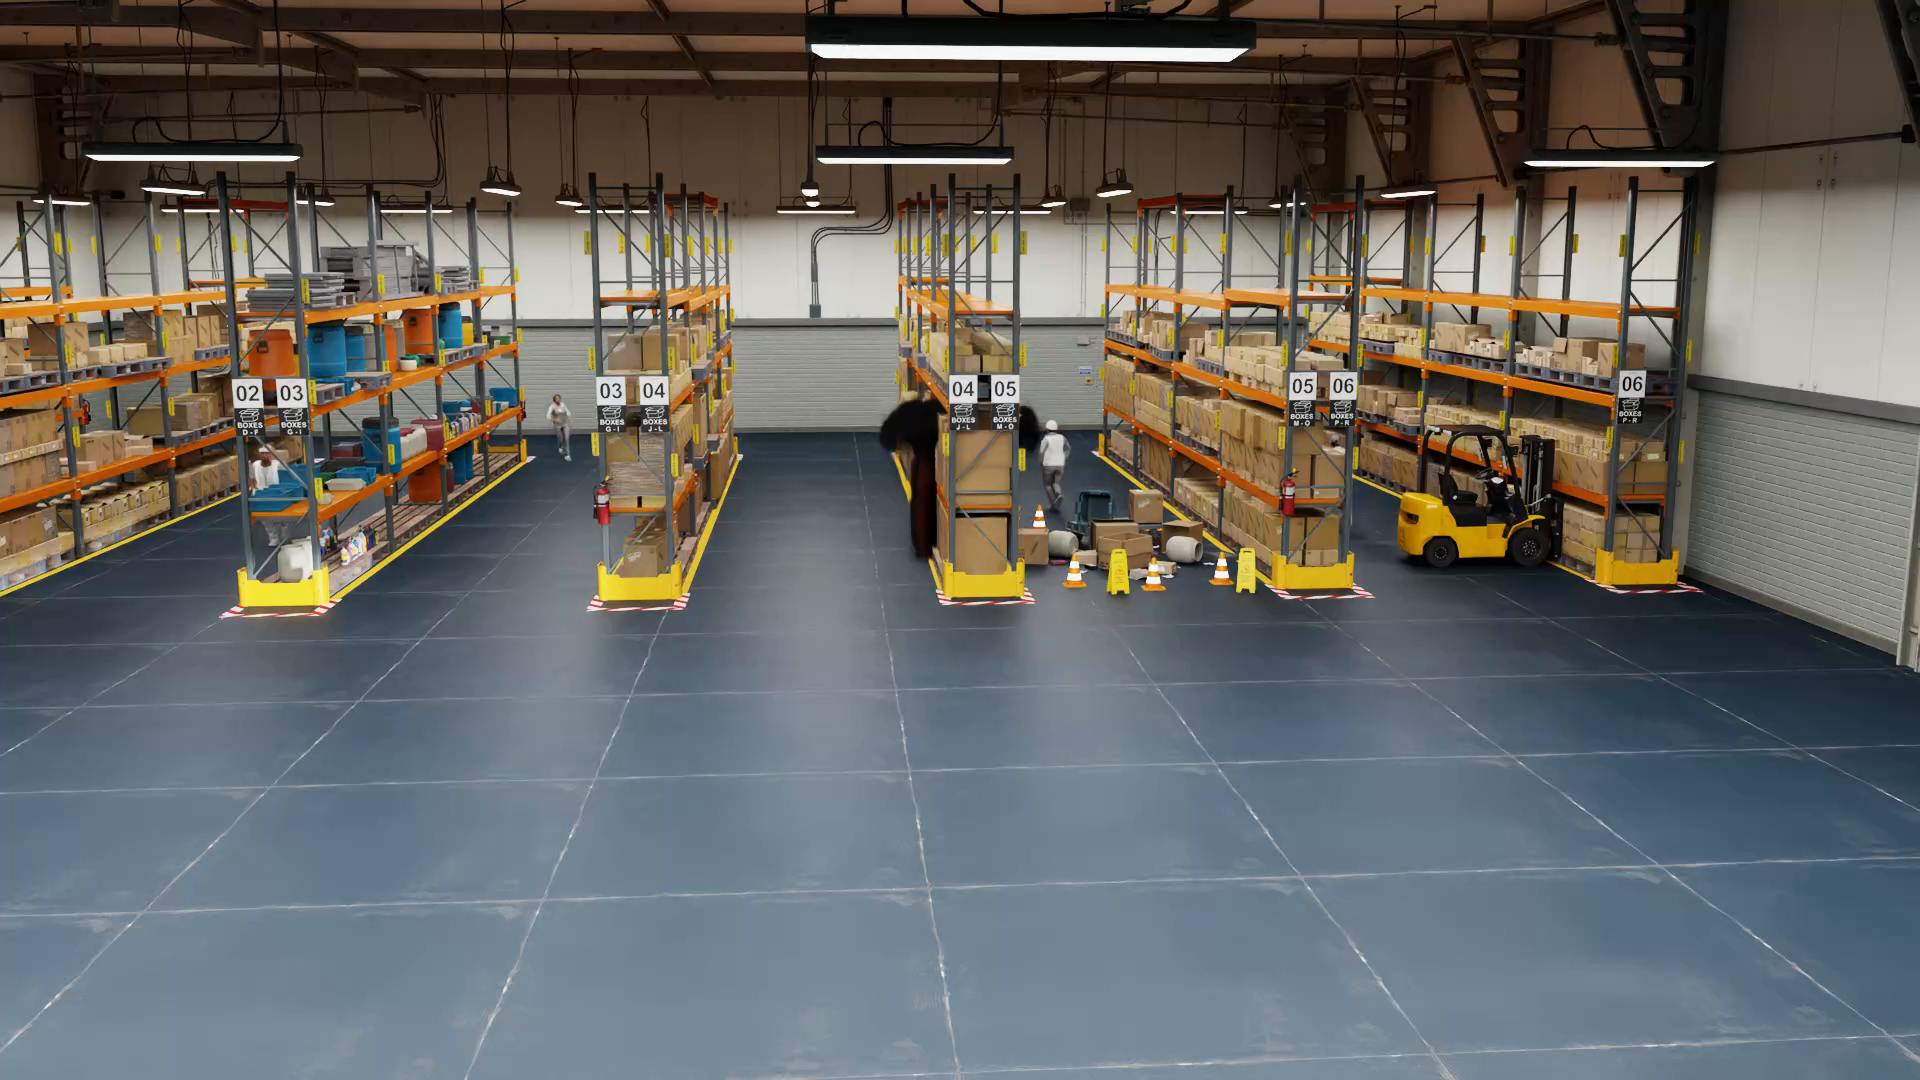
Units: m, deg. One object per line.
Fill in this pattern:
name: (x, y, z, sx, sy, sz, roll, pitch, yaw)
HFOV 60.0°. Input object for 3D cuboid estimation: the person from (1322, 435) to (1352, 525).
person: (6.796, -1.055, 29.984, 0.607, 1.655, 0.957, -2, 10, -13)

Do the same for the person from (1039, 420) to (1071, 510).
person: (1.821, -1.410, 31.779, 0.690, 1.741, 0.622, -3, 11, -18)

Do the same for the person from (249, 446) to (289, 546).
person: (-11.606, -0.746, 27.971, 0.678, 1.725, 0.647, 0, 10, -2)

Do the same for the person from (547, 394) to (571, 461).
person: (-9.523, -2.684, 39.510, 0.586, 1.576, 0.719, -6, 12, -32)
